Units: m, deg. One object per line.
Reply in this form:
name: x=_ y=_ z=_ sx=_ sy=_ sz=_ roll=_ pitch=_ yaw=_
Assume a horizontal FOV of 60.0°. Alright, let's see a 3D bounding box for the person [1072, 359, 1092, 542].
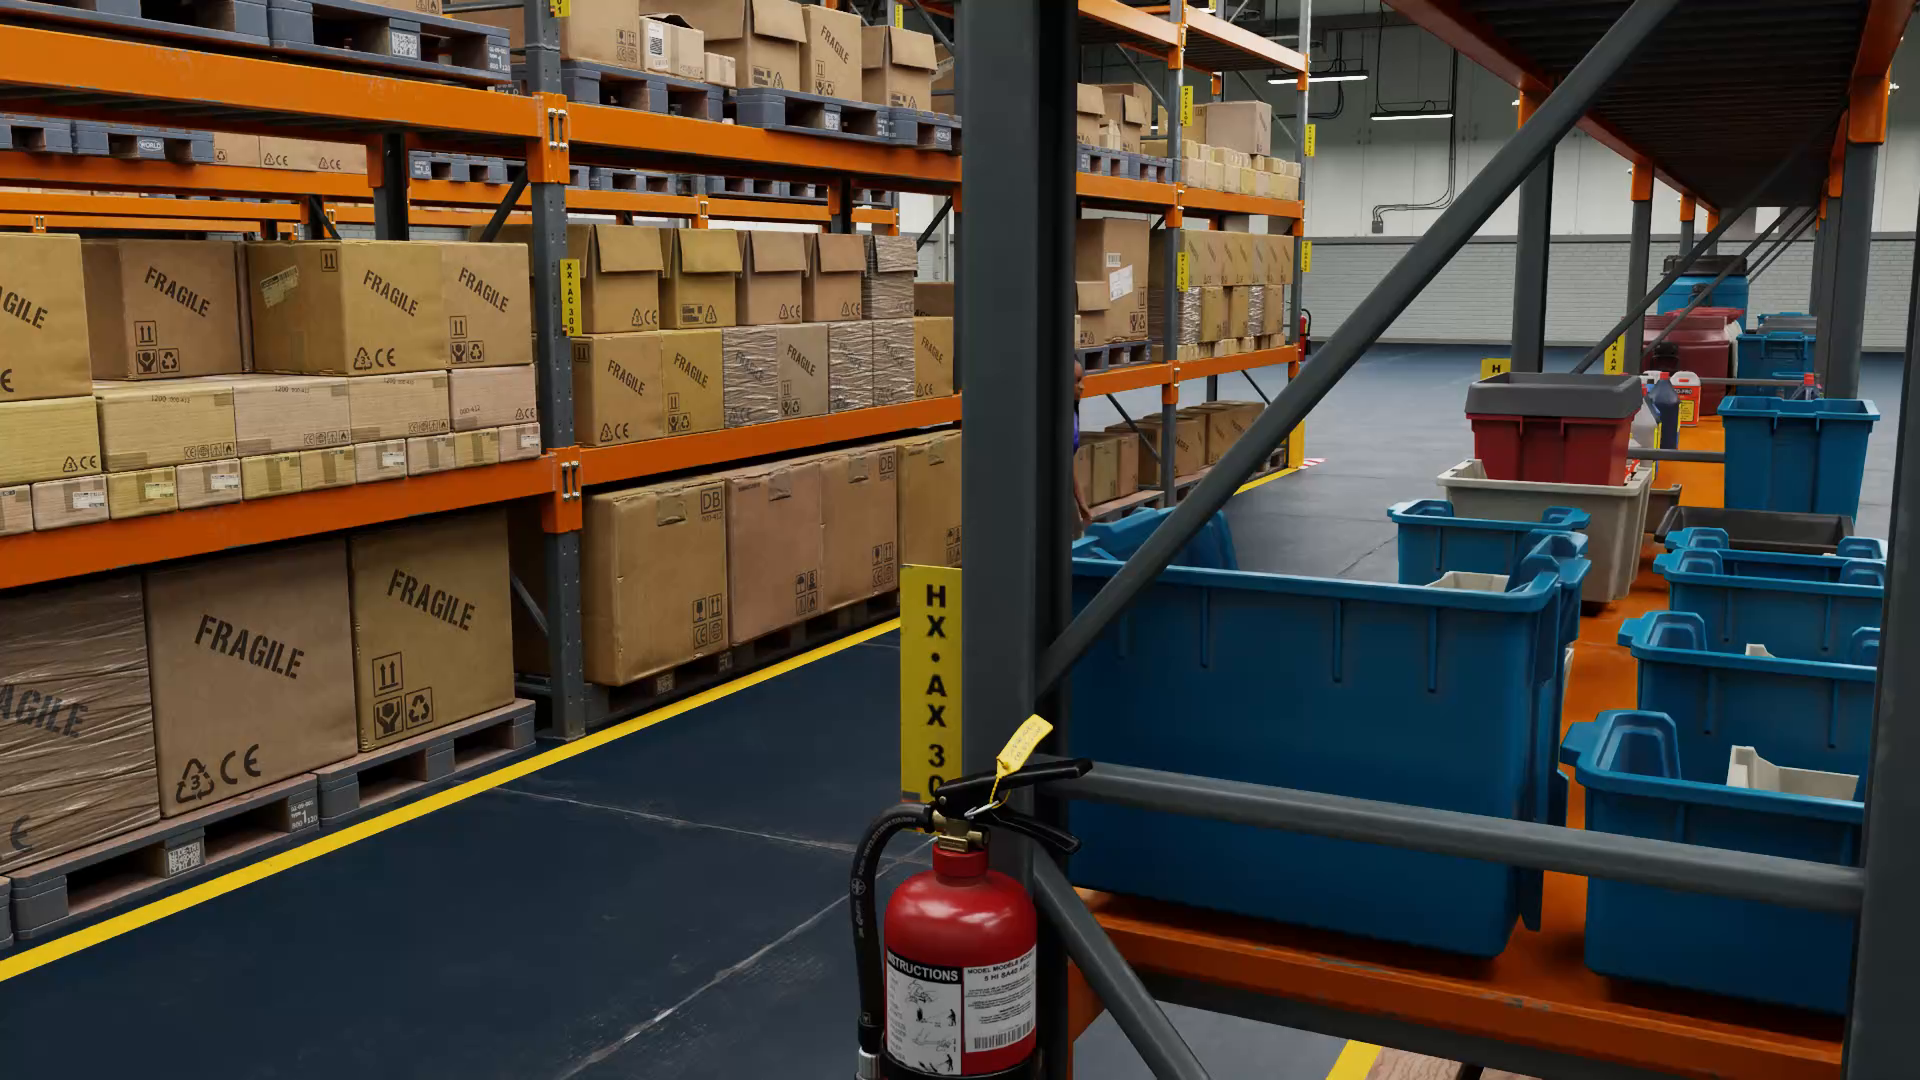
person: x=0.508 y=-0.148 z=8.788 sx=0.345 sy=1.659 sz=0.494 roll=4 pitch=10 yaw=26
